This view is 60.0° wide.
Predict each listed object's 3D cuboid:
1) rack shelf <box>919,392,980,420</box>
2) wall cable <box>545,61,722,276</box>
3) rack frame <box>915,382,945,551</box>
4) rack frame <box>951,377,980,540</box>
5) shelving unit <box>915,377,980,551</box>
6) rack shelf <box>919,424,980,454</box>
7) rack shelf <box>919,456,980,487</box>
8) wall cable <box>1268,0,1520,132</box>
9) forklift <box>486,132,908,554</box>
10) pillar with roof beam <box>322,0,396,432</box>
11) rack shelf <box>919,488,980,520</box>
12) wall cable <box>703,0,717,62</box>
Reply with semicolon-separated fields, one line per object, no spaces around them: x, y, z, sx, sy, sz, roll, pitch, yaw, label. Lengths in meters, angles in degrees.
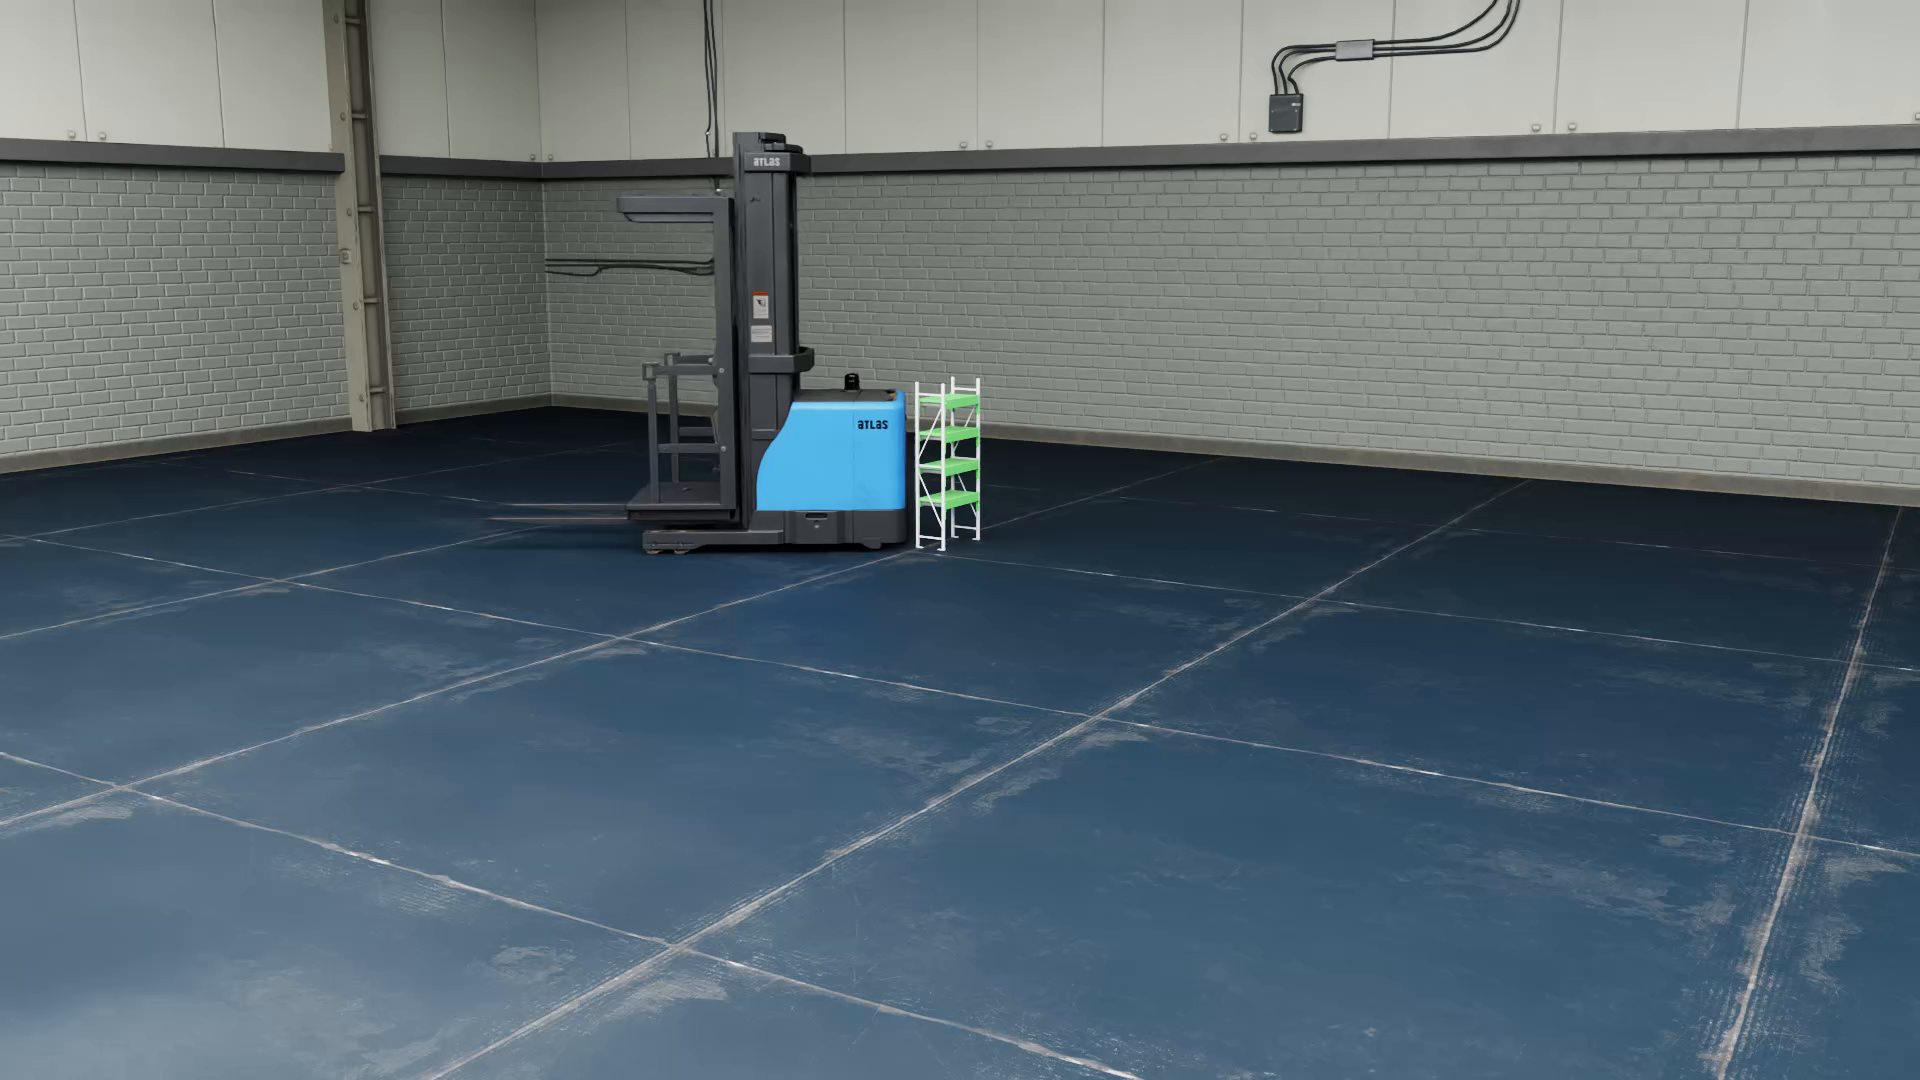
-0.086;-0.973;12.043;0.258;0.148;0.480;6;12;31;rack shelf
-4.113;-4.514;20.466;3.097;2.526;0.112;6;12;31;wall cable
-0.213;-0.525;11.914;0.240;1.200;0.015;6;12;31;rack frame
0.041;-0.602;12.324;0.240;1.200;0.015;6;12;31;rack frame
-0.086;-0.564;12.119;0.258;1.200;0.503;6;12;31;shelving unit
-0.086;-0.737;12.087;0.258;0.148;0.480;6;12;31;rack shelf
-0.086;-0.501;12.131;0.258;0.148;0.480;6;12;31;rack shelf
3.993;-6.803;15.010;2.305;6.003;0.169;6;12;31;wall cable
-1.906;-1.439;12.091;3.031;2.935;1.130;0;11;-1;forklift
-3.093;-5.292;16.184;9.100;9.000;0.400;6;12;31;pillar with roof beam
-0.086;-0.265;12.175;0.258;0.148;0.480;6;12;31;rack shelf
-1.801;-6.738;18.621;3.097;2.526;0.112;6;12;31;wall cable
